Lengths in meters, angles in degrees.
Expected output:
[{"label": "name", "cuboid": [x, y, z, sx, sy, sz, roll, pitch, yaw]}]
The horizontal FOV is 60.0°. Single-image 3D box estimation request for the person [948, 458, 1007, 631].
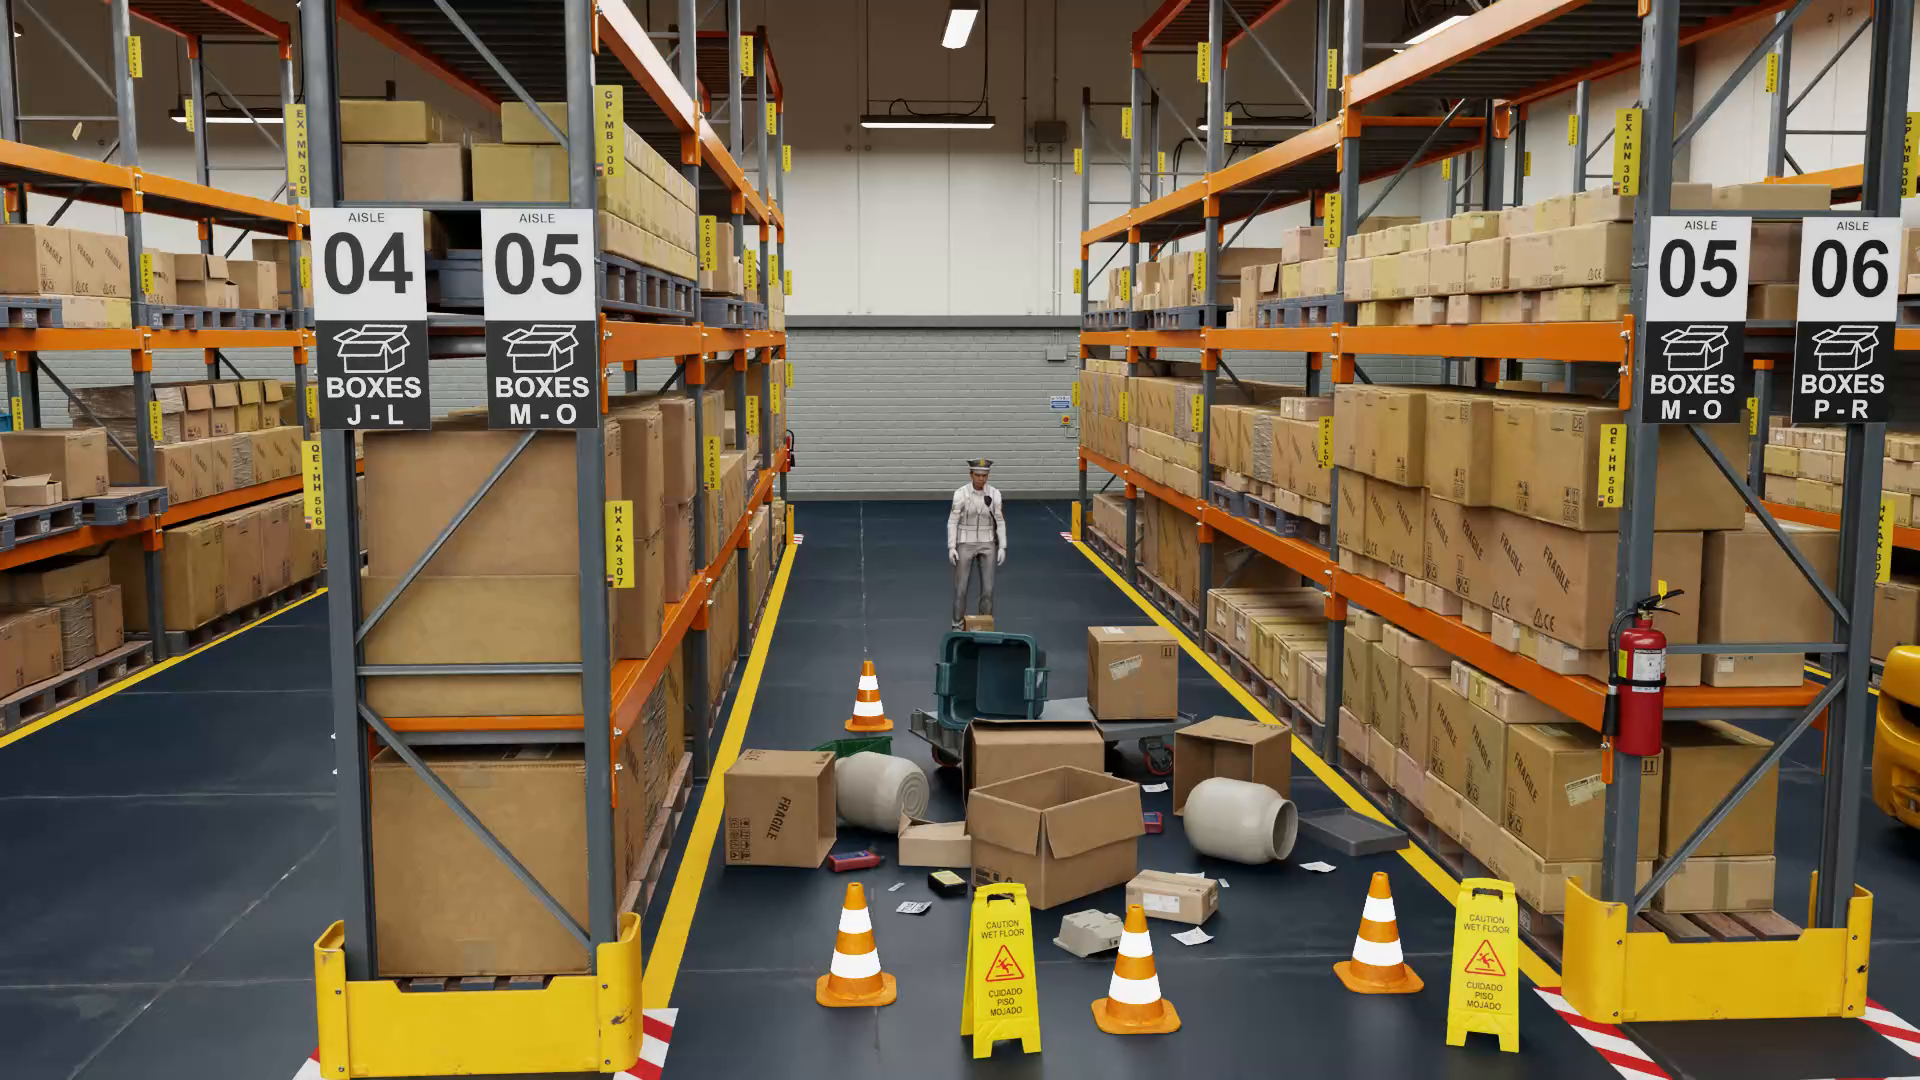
[{"label": "person", "cuboid": [0.145, 0.087, 15.011, 0.533, 1.667, 0.369, -1, 7, -6]}]
